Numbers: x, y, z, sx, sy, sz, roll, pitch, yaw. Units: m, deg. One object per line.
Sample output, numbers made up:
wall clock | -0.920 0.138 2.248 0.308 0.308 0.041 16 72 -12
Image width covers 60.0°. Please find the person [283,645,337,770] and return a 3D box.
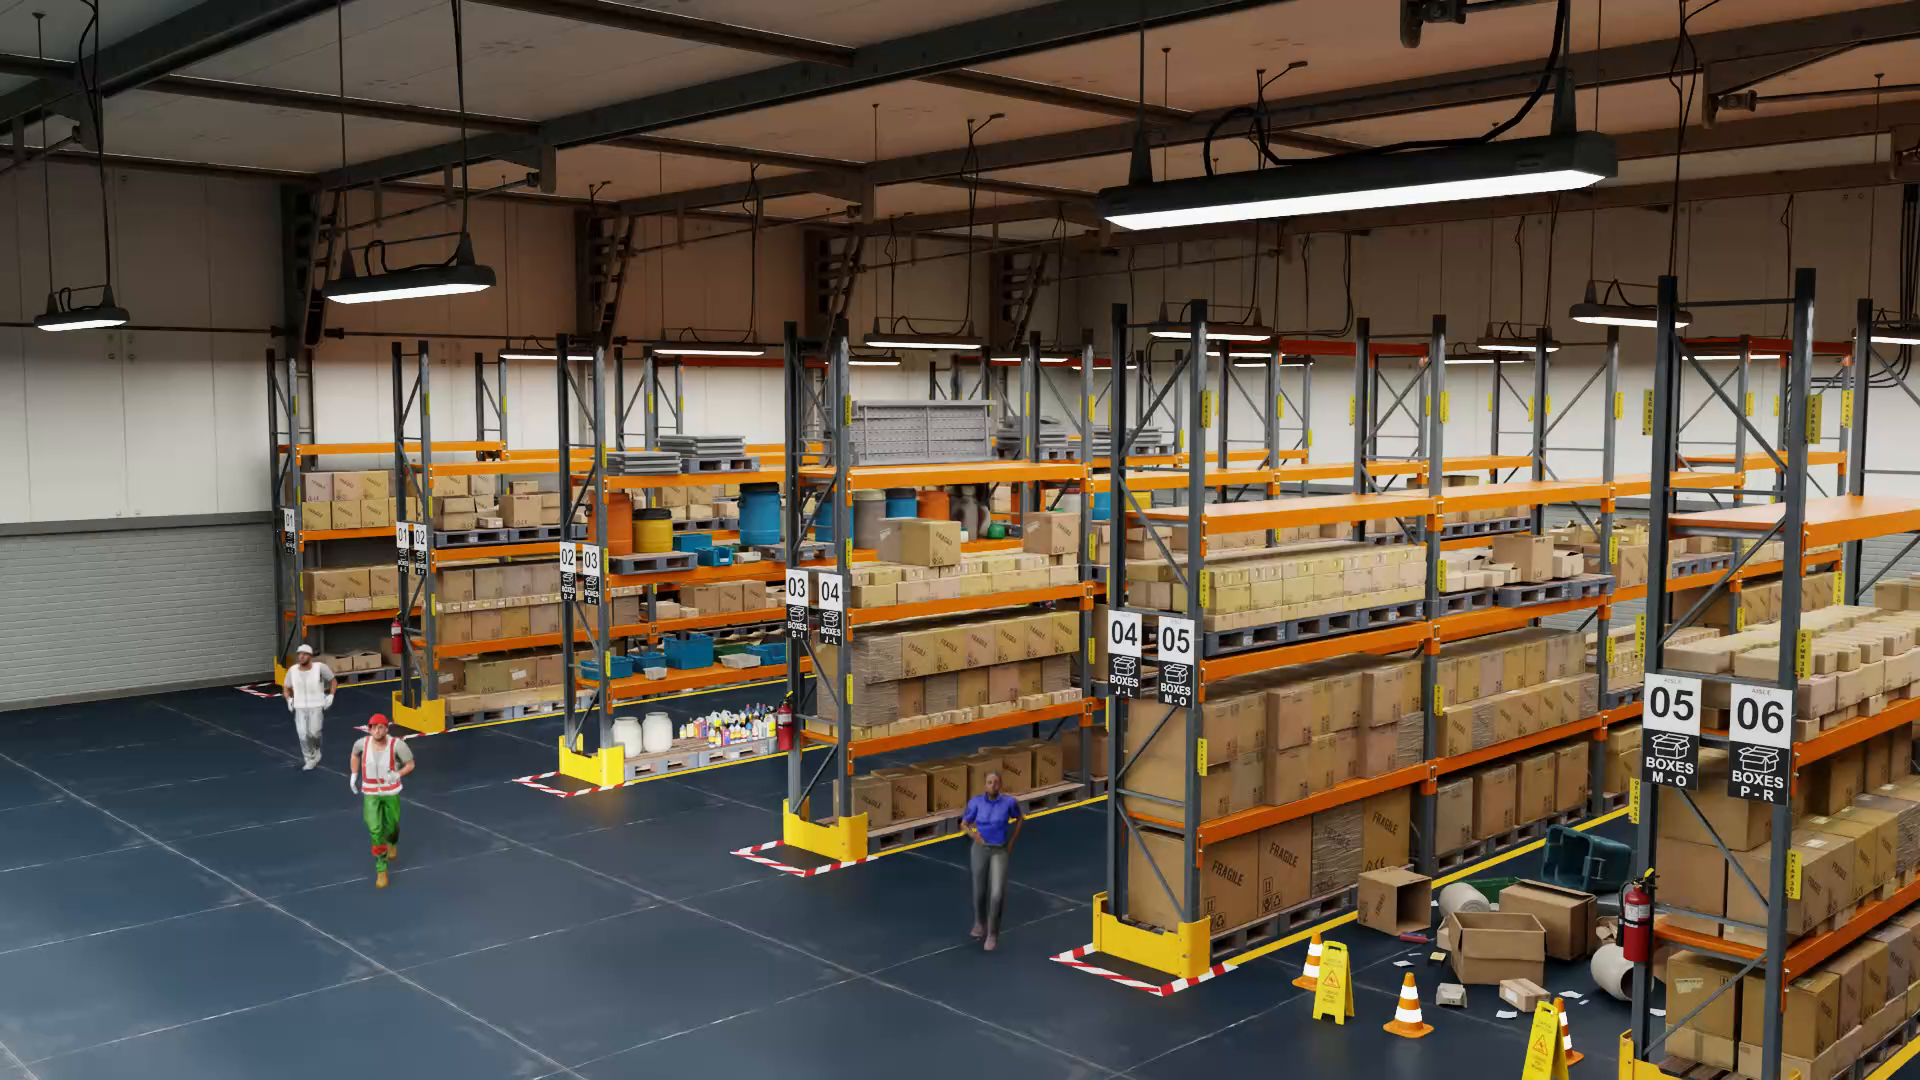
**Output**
person | -8.997 2.313 22.961 0.690 1.739 0.527 -1 5 -9

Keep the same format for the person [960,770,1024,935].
person | 0.291 2.926 15.628 0.581 1.532 0.646 1 5 7

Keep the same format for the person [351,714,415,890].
person | -6.193 2.728 17.844 0.687 1.789 1.054 -1 5 -11
